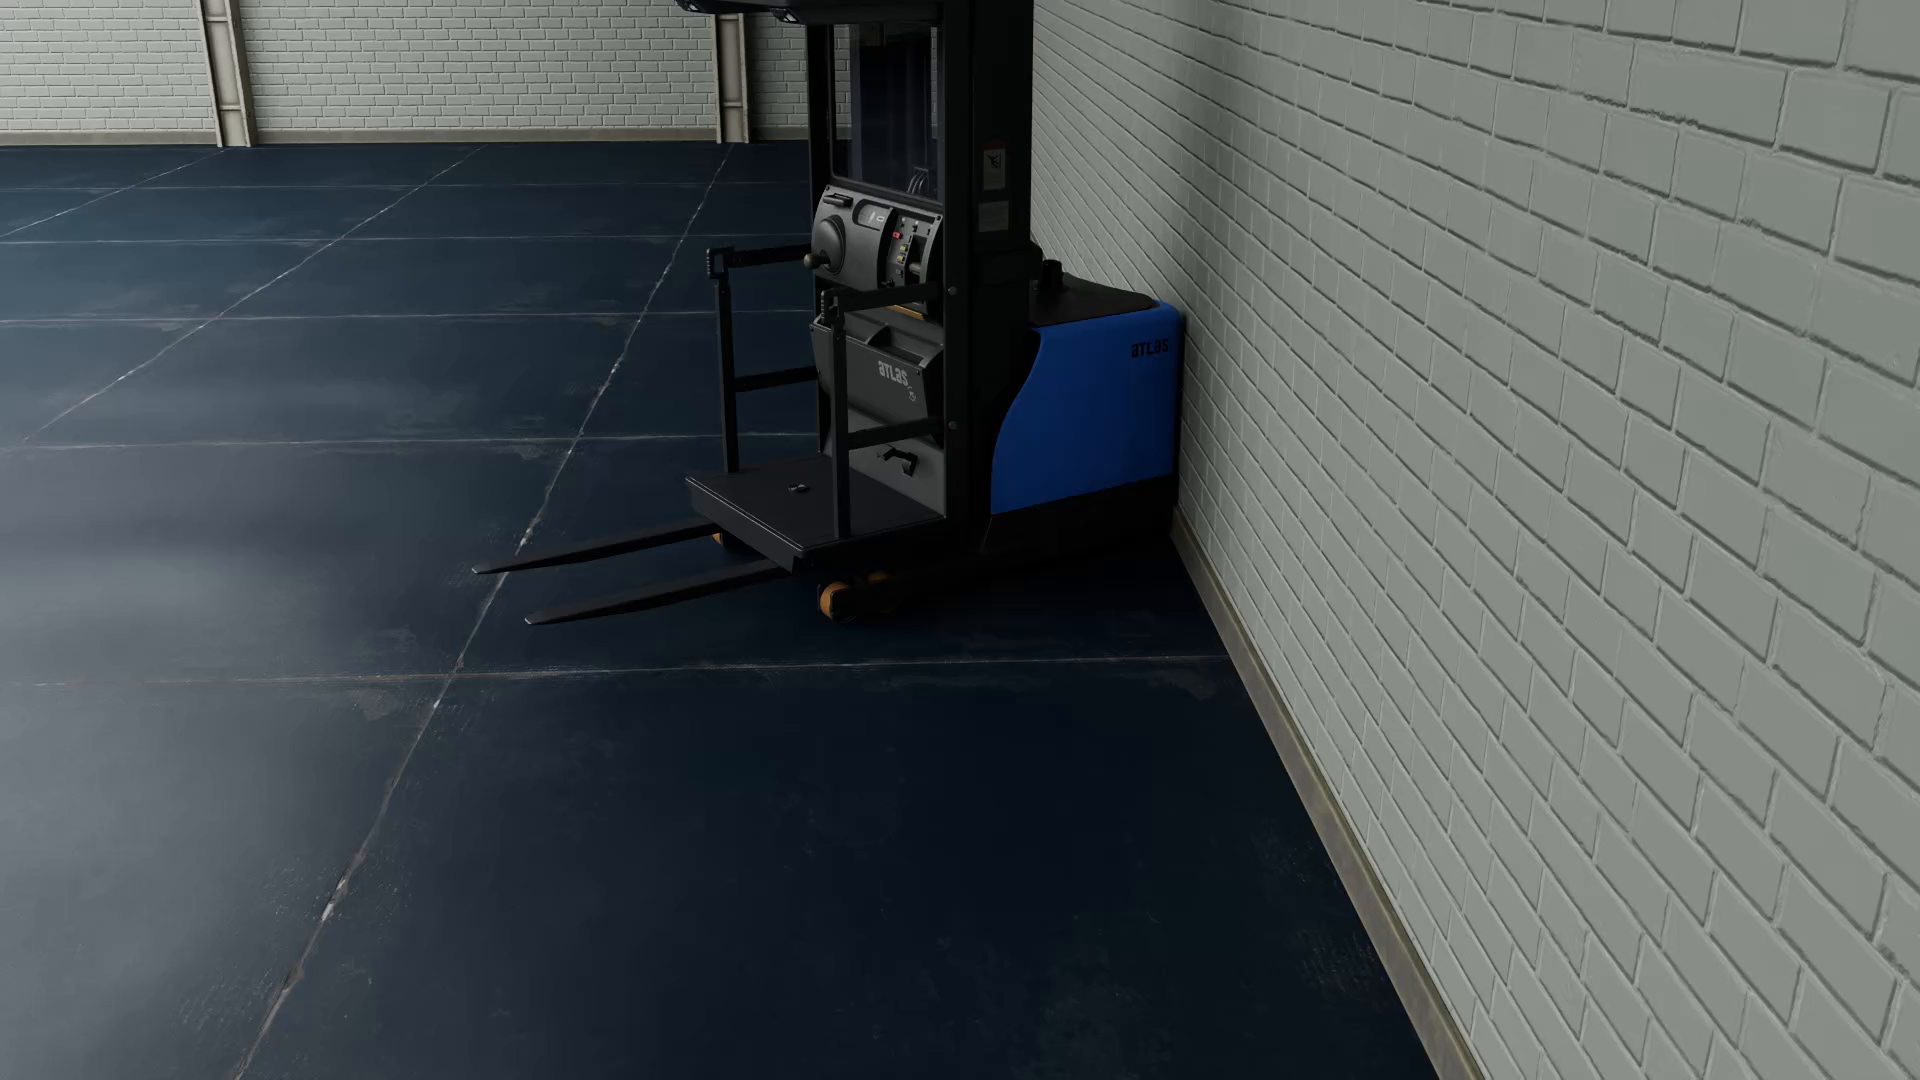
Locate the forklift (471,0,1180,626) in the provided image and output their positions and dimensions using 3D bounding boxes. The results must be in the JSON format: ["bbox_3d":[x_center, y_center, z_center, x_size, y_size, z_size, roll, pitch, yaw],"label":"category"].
[{"bbox_3d":[-0.523,-1.246,6.774,3.031,2.935,1.130,-13,25,-31],"label":"forklift"}]

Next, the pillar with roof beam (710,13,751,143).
[{"bbox_3d":[-2.550,-7.608,14.957,0.400,9.000,9.100,-1,21,-3],"label":"pillar with roof beam"}]

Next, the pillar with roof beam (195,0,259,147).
[{"bbox_3d":[-8.540,-7.486,14.637,0.400,9.000,9.100,-1,21,-3],"label":"pillar with roof beam"}]
